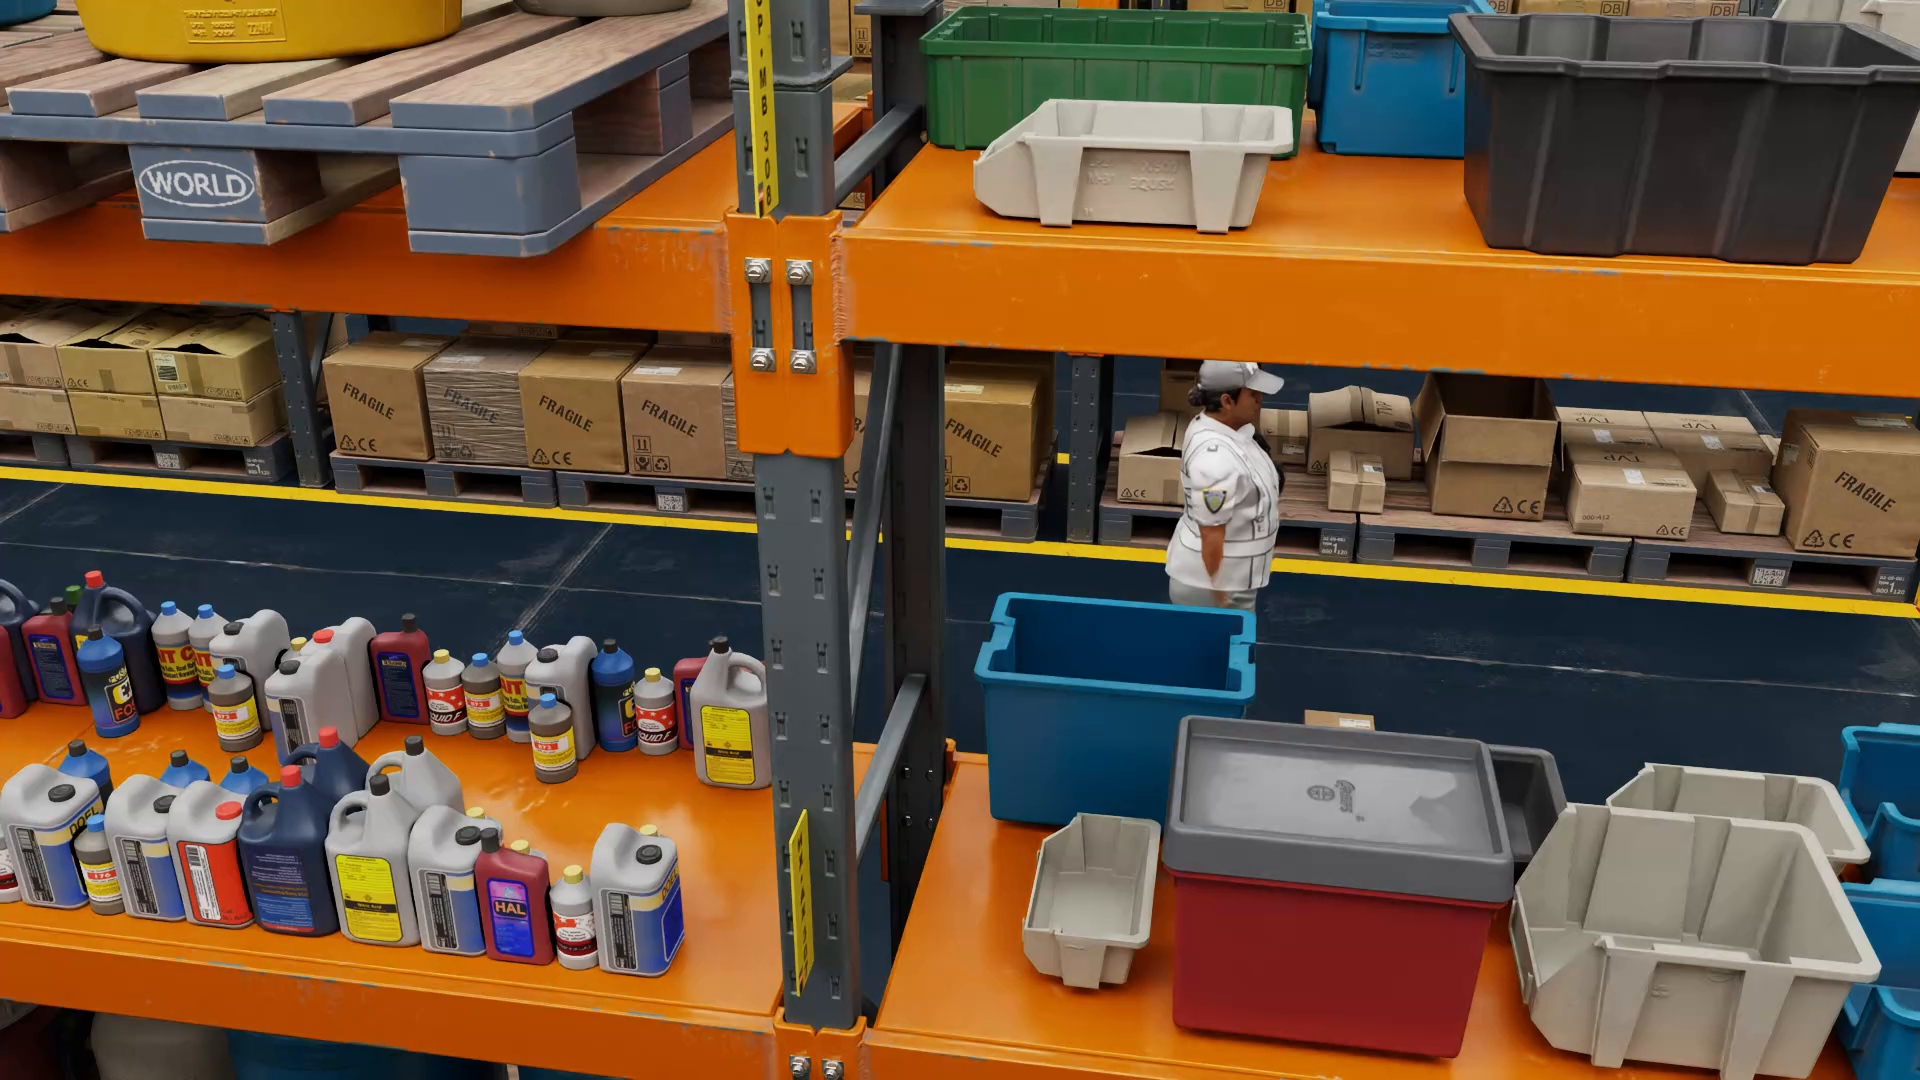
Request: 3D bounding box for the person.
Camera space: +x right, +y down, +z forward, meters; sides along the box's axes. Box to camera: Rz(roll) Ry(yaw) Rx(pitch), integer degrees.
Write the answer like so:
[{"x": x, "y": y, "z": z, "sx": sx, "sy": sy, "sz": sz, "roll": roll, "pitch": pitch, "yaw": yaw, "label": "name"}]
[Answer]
[{"x": 0.916, "y": 0.135, "z": 5.843, "sx": 0.390, "sy": 1.675, "sz": 0.466, "roll": 5, "pitch": 25, "yaw": 10, "label": "person"}]
